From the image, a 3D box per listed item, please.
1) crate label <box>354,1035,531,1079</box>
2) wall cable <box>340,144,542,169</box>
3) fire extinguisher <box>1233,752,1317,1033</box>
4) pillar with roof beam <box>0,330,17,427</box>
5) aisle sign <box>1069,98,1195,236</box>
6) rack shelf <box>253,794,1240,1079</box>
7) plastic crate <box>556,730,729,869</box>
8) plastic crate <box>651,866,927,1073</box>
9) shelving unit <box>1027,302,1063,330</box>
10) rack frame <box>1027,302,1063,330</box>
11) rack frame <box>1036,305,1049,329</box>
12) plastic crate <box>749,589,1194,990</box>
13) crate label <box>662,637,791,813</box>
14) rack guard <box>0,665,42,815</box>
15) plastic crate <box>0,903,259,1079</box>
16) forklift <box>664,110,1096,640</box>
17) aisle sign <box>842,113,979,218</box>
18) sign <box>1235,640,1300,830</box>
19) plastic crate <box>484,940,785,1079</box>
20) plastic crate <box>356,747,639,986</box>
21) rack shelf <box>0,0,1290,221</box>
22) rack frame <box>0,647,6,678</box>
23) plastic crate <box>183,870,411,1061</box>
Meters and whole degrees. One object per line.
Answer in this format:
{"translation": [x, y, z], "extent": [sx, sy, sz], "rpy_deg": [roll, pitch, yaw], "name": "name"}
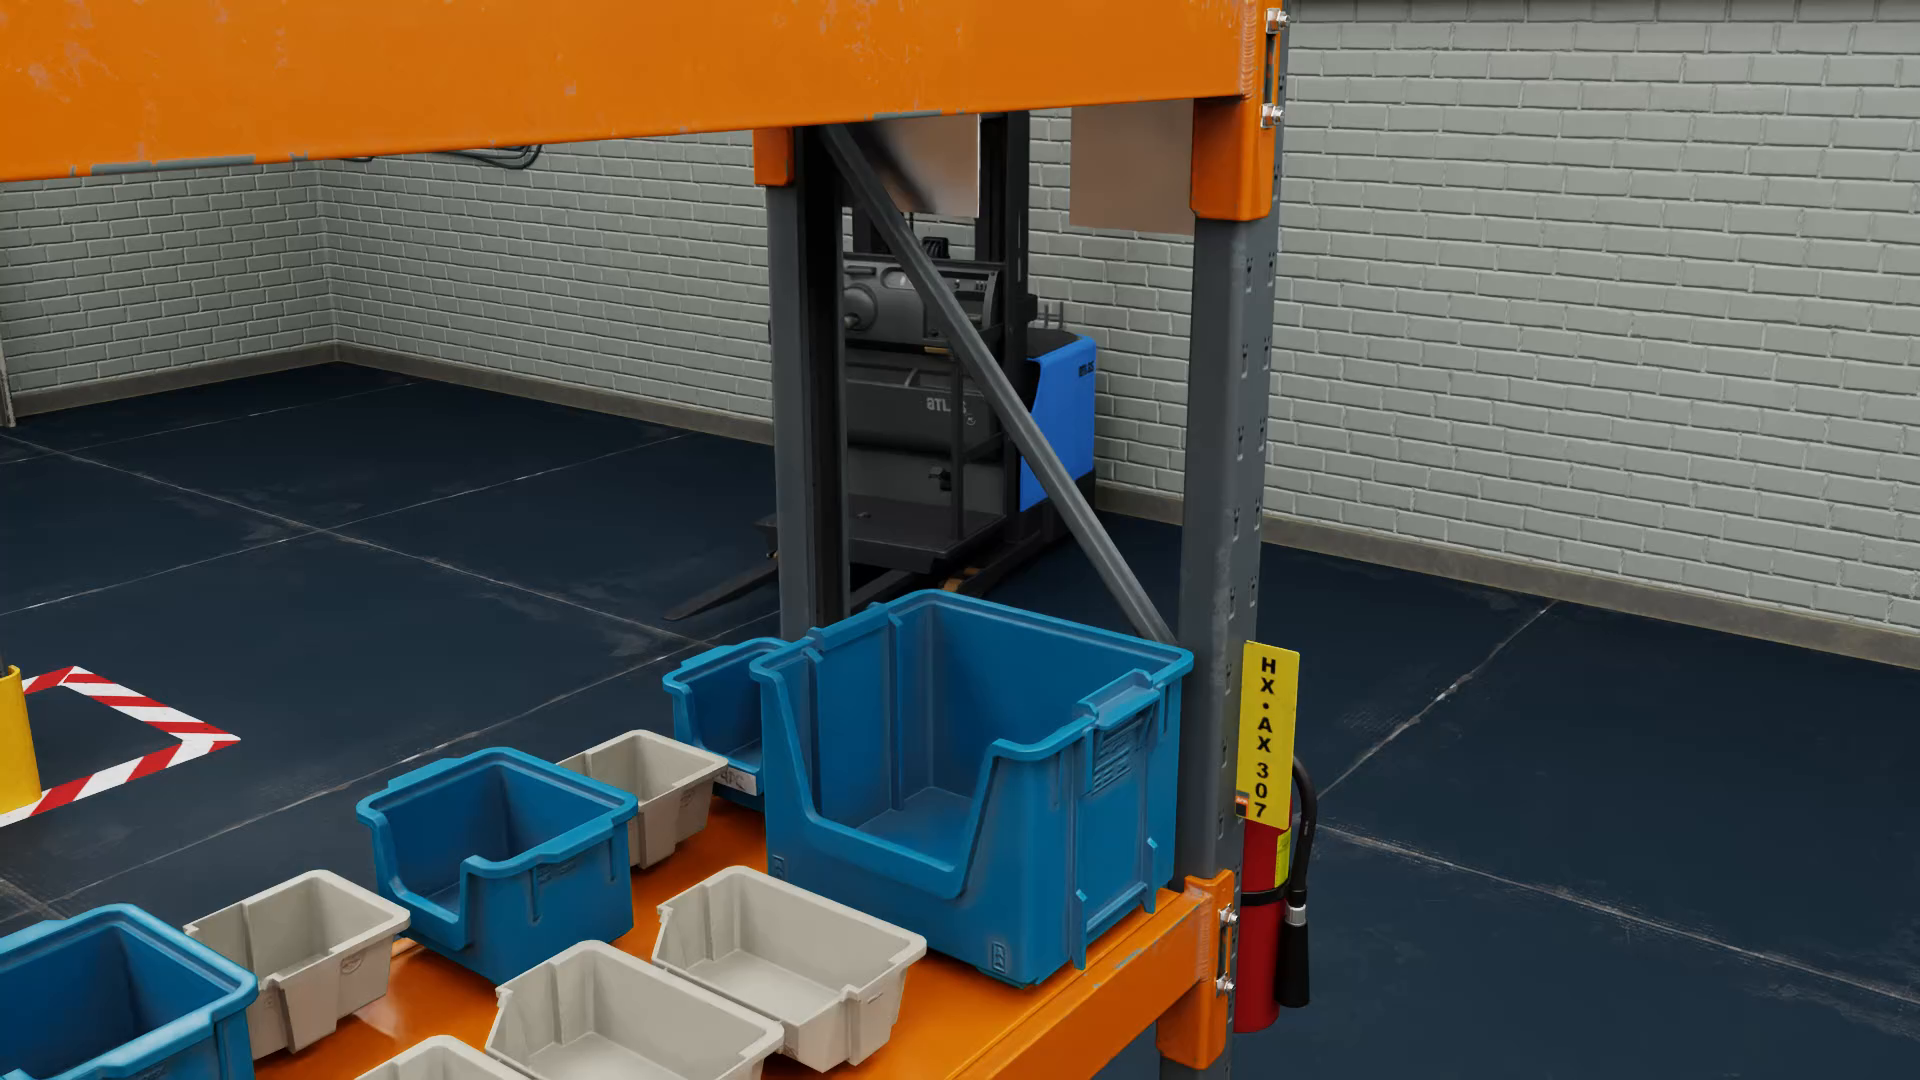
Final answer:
{"translation": [-0.600, 0.779, 2.020], "extent": [0.396, 0.136, 0.243], "rpy_deg": [12, 21, 35], "name": "crate label"}
{"translation": [-4.229, -4.098, 12.503], "extent": [3.097, 2.526, 0.112], "rpy_deg": [12, 21, 35], "name": "wall cable"}
{"translation": [0.526, 0.578, 3.084], "extent": [0.296, 0.674, 0.183], "rpy_deg": [12, 21, 35], "name": "fire extinguisher"}
{"translation": [-3.514, -4.332, 8.021], "extent": [9.100, 9.000, 0.400], "rpy_deg": [12, 21, 35], "name": "pillar with roof beam"}
{"translation": [0.349, -0.888, 2.663], "extent": [0.394, 0.787, 0.004], "rpy_deg": [12, 21, 35], "name": "aisle sign"}
{"translation": [-1.121, 1.139, 1.732], "extent": [1.077, 0.370, 4.000], "rpy_deg": [12, 21, 35], "name": "rack shelf"}
{"translation": [-0.598, 0.478, 2.989], "extent": [0.250, 0.136, 0.298], "rpy_deg": [12, 21, 35], "name": "plastic crate"}
{"translation": [-0.270, 0.642, 2.462], "extent": [0.396, 0.136, 0.243], "rpy_deg": [12, 21, 35], "name": "plastic crate"}
{"translation": [0.439, -0.802, 9.792], "extent": [0.258, 1.200, 0.189], "rpy_deg": [10, 18, 29], "name": "shelving unit"}
{"translation": [0.486, -0.822, 9.868], "extent": [0.240, 1.200, 0.006], "rpy_deg": [10, 18, 29], "name": "rack frame"}
{"translation": [0.392, -0.781, 9.716], "extent": [0.240, 1.200, 0.006], "rpy_deg": [10, 18, 29], "name": "rack frame"}
{"translation": [0.021, 0.386, 2.783], "extent": [0.616, 0.435, 0.499], "rpy_deg": [12, 21, 35], "name": "plastic crate"}
{"translation": [-0.341, 0.371, 3.174], "extent": [0.416, 0.233, 0.303], "rpy_deg": [12, 21, 35], "name": "crate label"}
{"translation": [-3.950, 0.654, 6.294], "extent": [1.175, 0.500, 0.348], "rpy_deg": [12, 21, 35], "name": "rack guard"}
{"translation": [-1.125, 0.684, 2.164], "extent": [0.416, 0.233, 0.300], "rpy_deg": [12, 21, 35], "name": "plastic crate"}
{"translation": [-0.337, -1.197, 8.156], "extent": [1.130, 2.935, 3.031], "rpy_deg": [9, 19, 25], "name": "forklift"}
{"translation": [-0.125, -0.992, 2.998], "extent": [0.394, 0.787, 0.004], "rpy_deg": [12, 21, 35], "name": "aisle sign"}
{"translation": [0.522, 0.334, 2.835], "extent": [0.100, 0.325, 0.005], "rpy_deg": [12, 21, 35], "name": "sign"}
{"translation": [-0.454, 0.709, 2.247], "extent": [0.396, 0.136, 0.243], "rpy_deg": [12, 21, 35], "name": "plastic crate"}
{"translation": [-0.733, 0.527, 2.669], "extent": [0.416, 0.233, 0.300], "rpy_deg": [12, 21, 35], "name": "plastic crate"}
{"translation": [-1.121, -0.294, 1.288], "extent": [1.077, 0.370, 4.000], "rpy_deg": [12, 21, 35], "name": "rack shelf"}
{"translation": [-3.905, -0.558, 5.981], "extent": [1.000, 3.000, 0.127], "rpy_deg": [12, 21, 35], "name": "rack frame"}
{"translation": [-1.003, 0.640, 2.469], "extent": [0.250, 0.136, 0.298], "rpy_deg": [12, 21, 35], "name": "plastic crate"}
